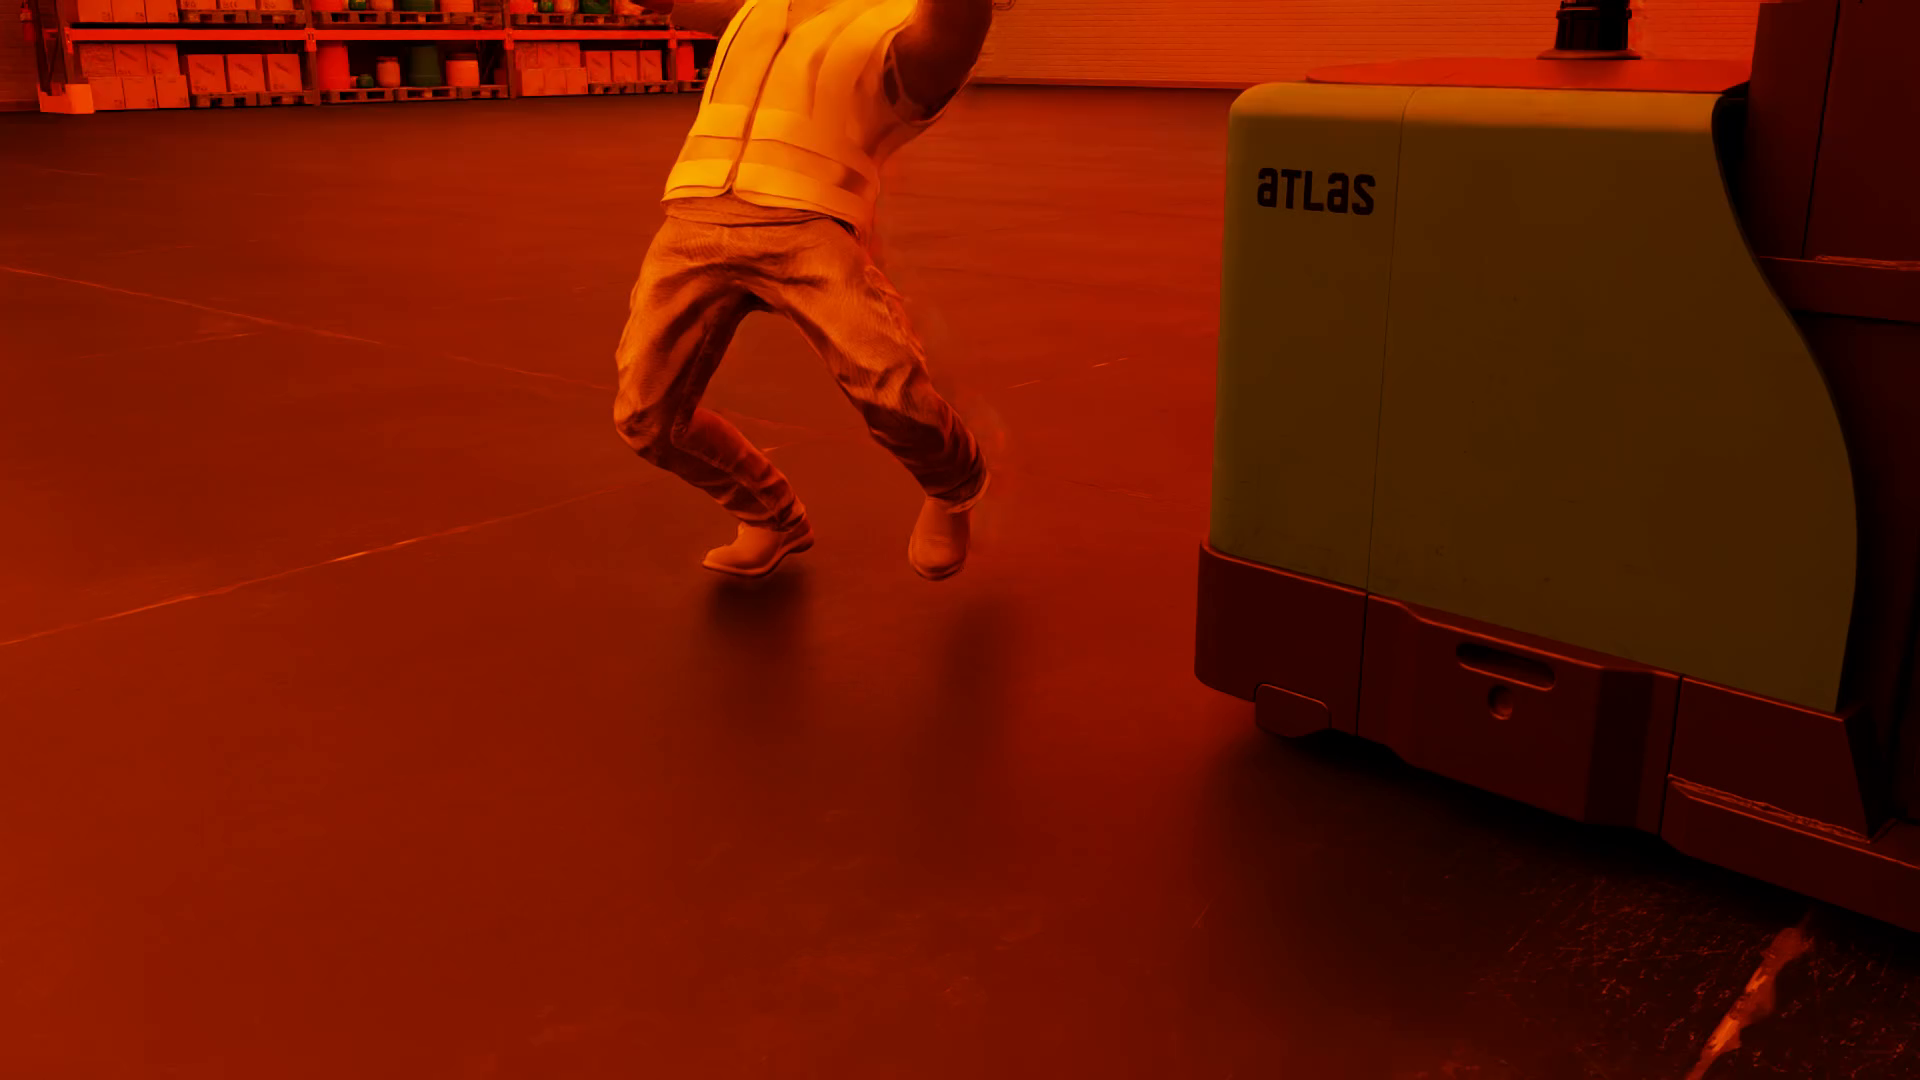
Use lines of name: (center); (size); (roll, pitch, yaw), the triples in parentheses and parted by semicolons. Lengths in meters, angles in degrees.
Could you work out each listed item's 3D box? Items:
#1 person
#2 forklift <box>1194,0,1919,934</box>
person: (-0.415, -0.731, 3.446); (1.077, 1.649, 0.690); (6, 18, 19)
forklift: (1.805, -0.891, 1.833); (1.130, 2.935, 3.031); (-16, 23, -42)
